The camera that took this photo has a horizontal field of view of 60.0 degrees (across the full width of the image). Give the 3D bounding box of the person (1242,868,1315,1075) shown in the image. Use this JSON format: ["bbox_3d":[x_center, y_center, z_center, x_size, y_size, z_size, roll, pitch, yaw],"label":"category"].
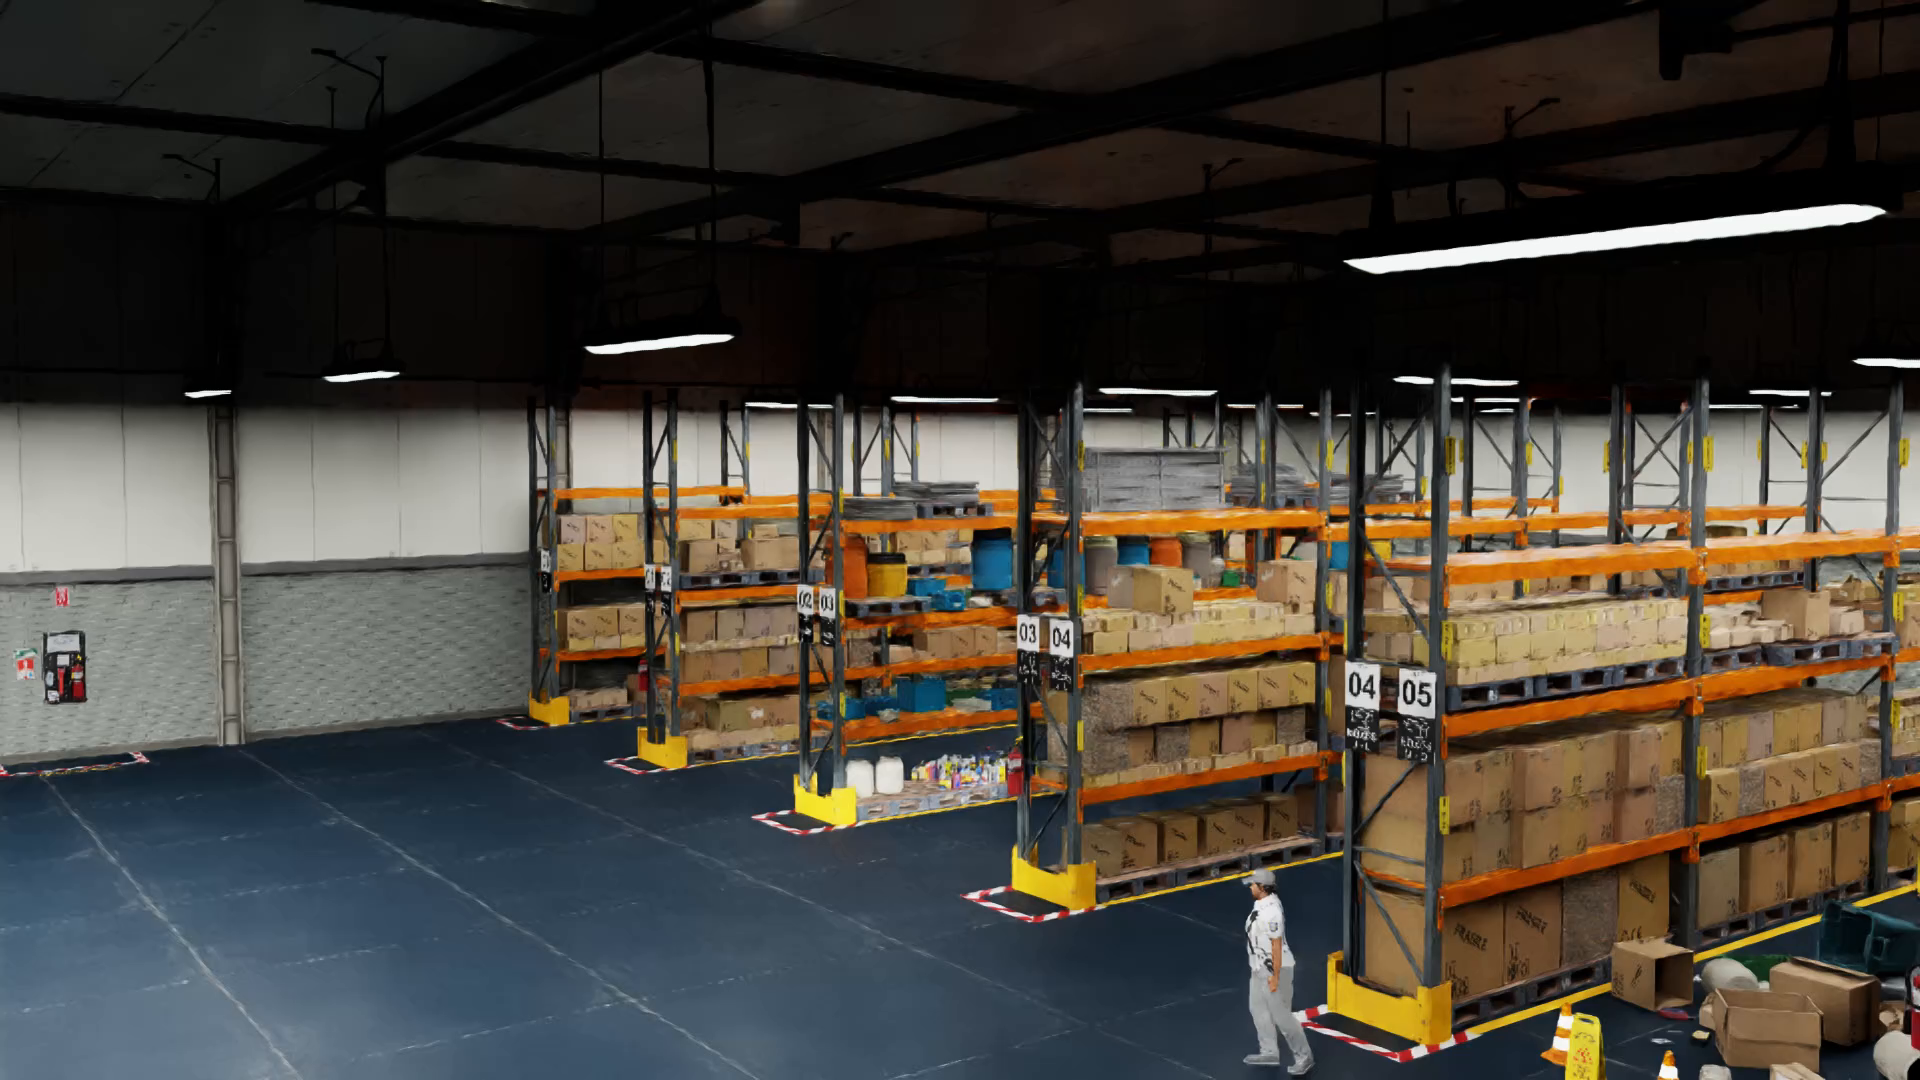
[{"bbox_3d":[2.621,3.536,13.704,0.581,1.652,0.541,0,3,2],"label":"person"}]
